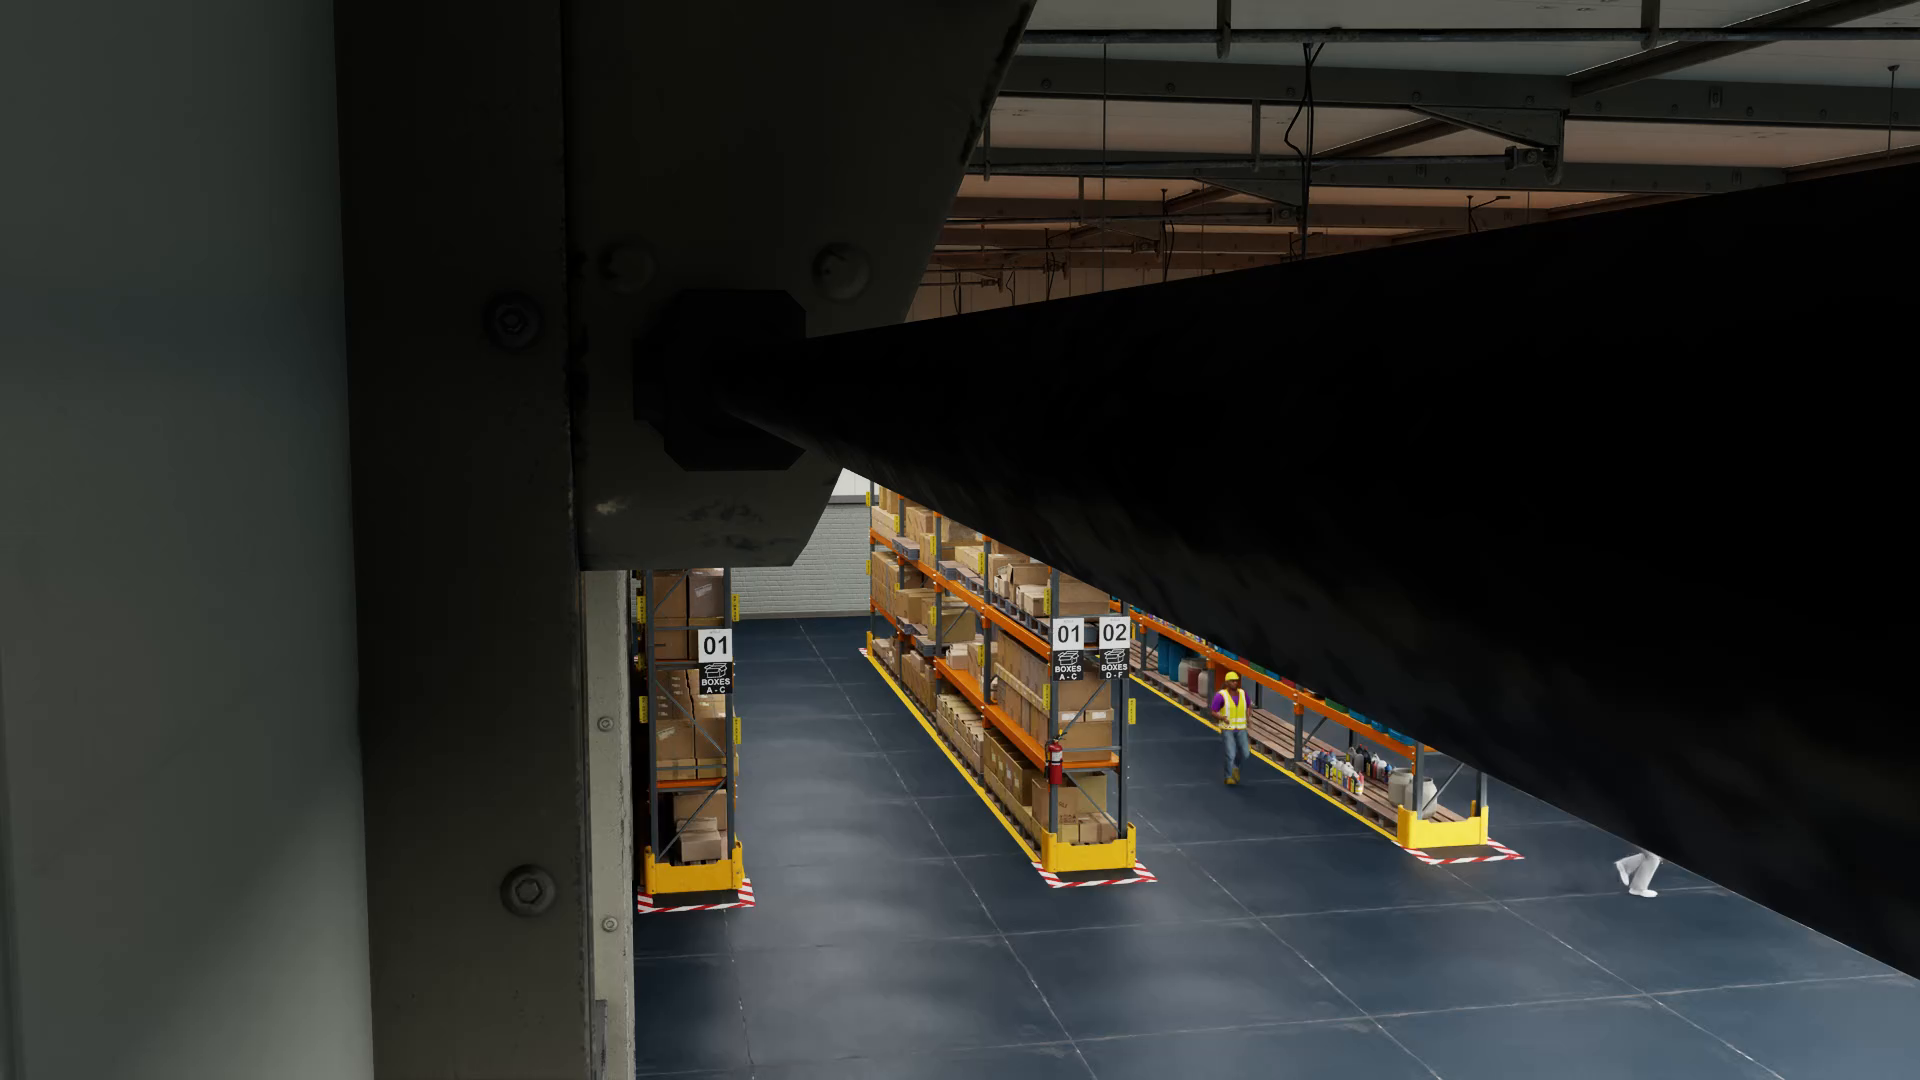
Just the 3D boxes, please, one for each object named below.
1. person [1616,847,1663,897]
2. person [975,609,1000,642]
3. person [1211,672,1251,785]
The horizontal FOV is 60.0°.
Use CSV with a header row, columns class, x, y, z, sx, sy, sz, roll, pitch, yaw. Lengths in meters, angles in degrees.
class,x,y,z,sx,sy,sz,roll,pitch,yaw
person,8.177,3.446,19.885,0.594,1.626,0.605,3,6,23
person,0.662,1.797,35.710,0.639,1.666,0.595,-2,6,-21
person,4.139,2.849,25.060,0.688,1.721,0.582,-1,6,-12
